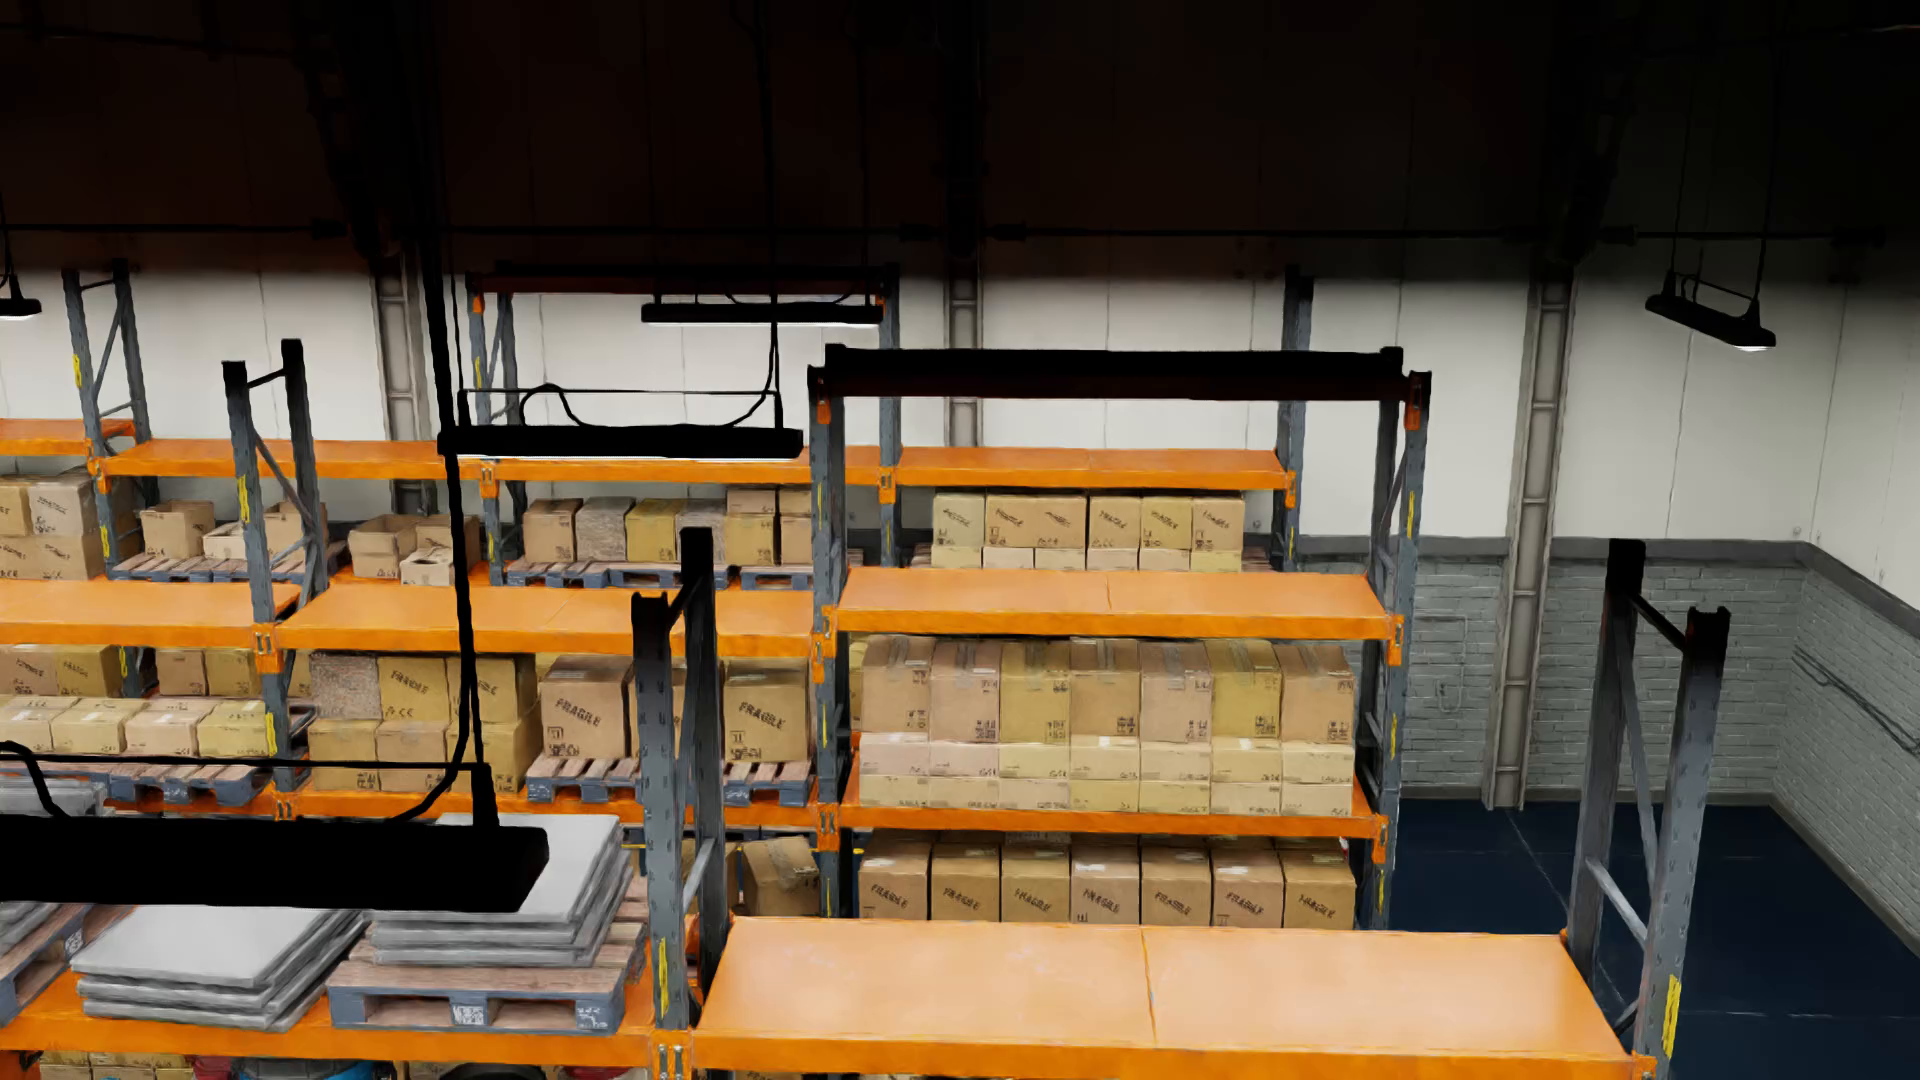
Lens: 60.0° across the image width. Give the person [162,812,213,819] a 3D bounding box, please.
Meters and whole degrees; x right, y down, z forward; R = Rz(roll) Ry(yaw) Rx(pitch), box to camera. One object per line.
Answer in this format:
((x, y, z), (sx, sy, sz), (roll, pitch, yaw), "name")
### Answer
((-7.747, 2.645, 16.616), (0.824, 1.594, 0.655), (-4, 17, -14), "person")
